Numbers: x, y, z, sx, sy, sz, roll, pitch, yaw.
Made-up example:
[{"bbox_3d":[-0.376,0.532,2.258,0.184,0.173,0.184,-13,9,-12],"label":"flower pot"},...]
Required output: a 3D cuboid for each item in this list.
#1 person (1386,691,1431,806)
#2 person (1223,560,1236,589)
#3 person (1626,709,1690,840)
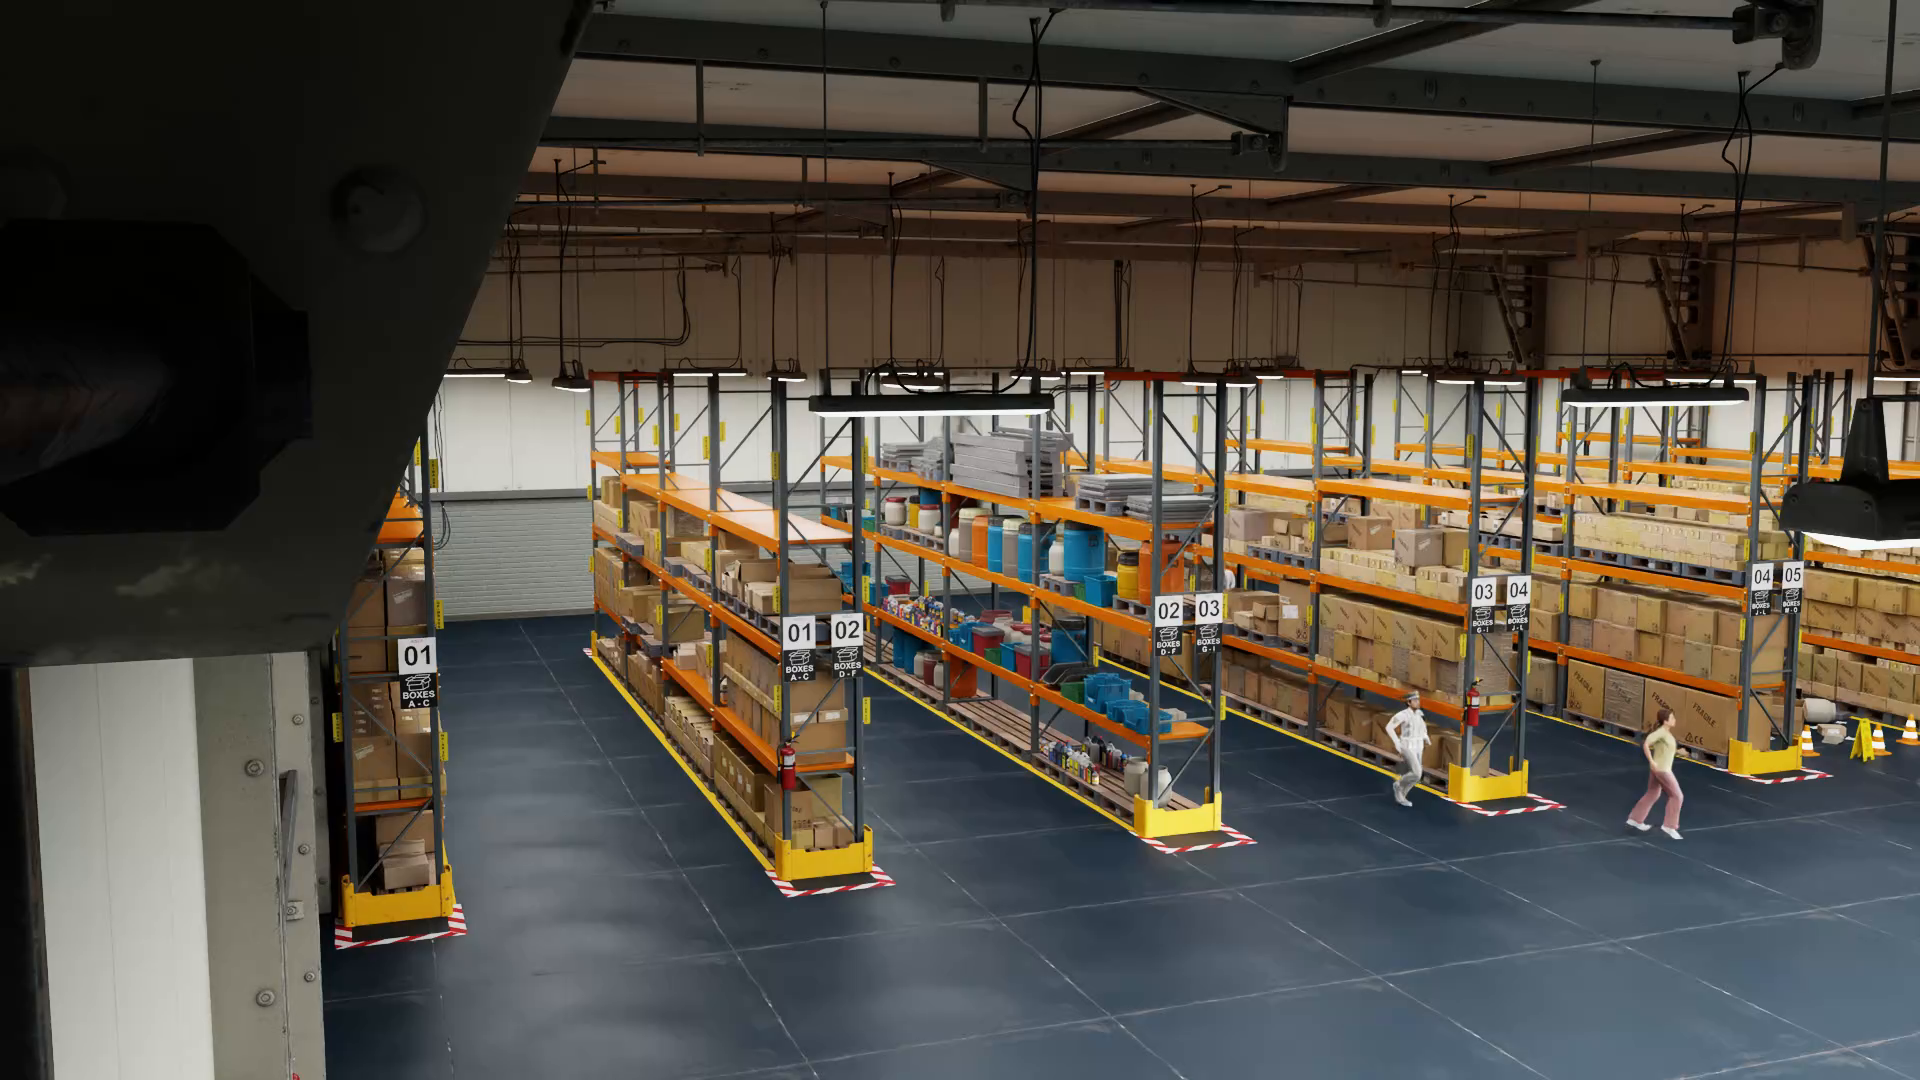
[{"bbox_3d":[6.330,2.920,23.237,0.598,1.645,0.548,-4,7,-31],"label":"person"},{"bbox_3d":[5.850,1.293,37.346,0.733,1.764,0.809,-2,7,-14],"label":"person"},{"bbox_3d":[9.203,3.071,21.909,0.740,1.723,0.563,2,7,18],"label":"person"}]
